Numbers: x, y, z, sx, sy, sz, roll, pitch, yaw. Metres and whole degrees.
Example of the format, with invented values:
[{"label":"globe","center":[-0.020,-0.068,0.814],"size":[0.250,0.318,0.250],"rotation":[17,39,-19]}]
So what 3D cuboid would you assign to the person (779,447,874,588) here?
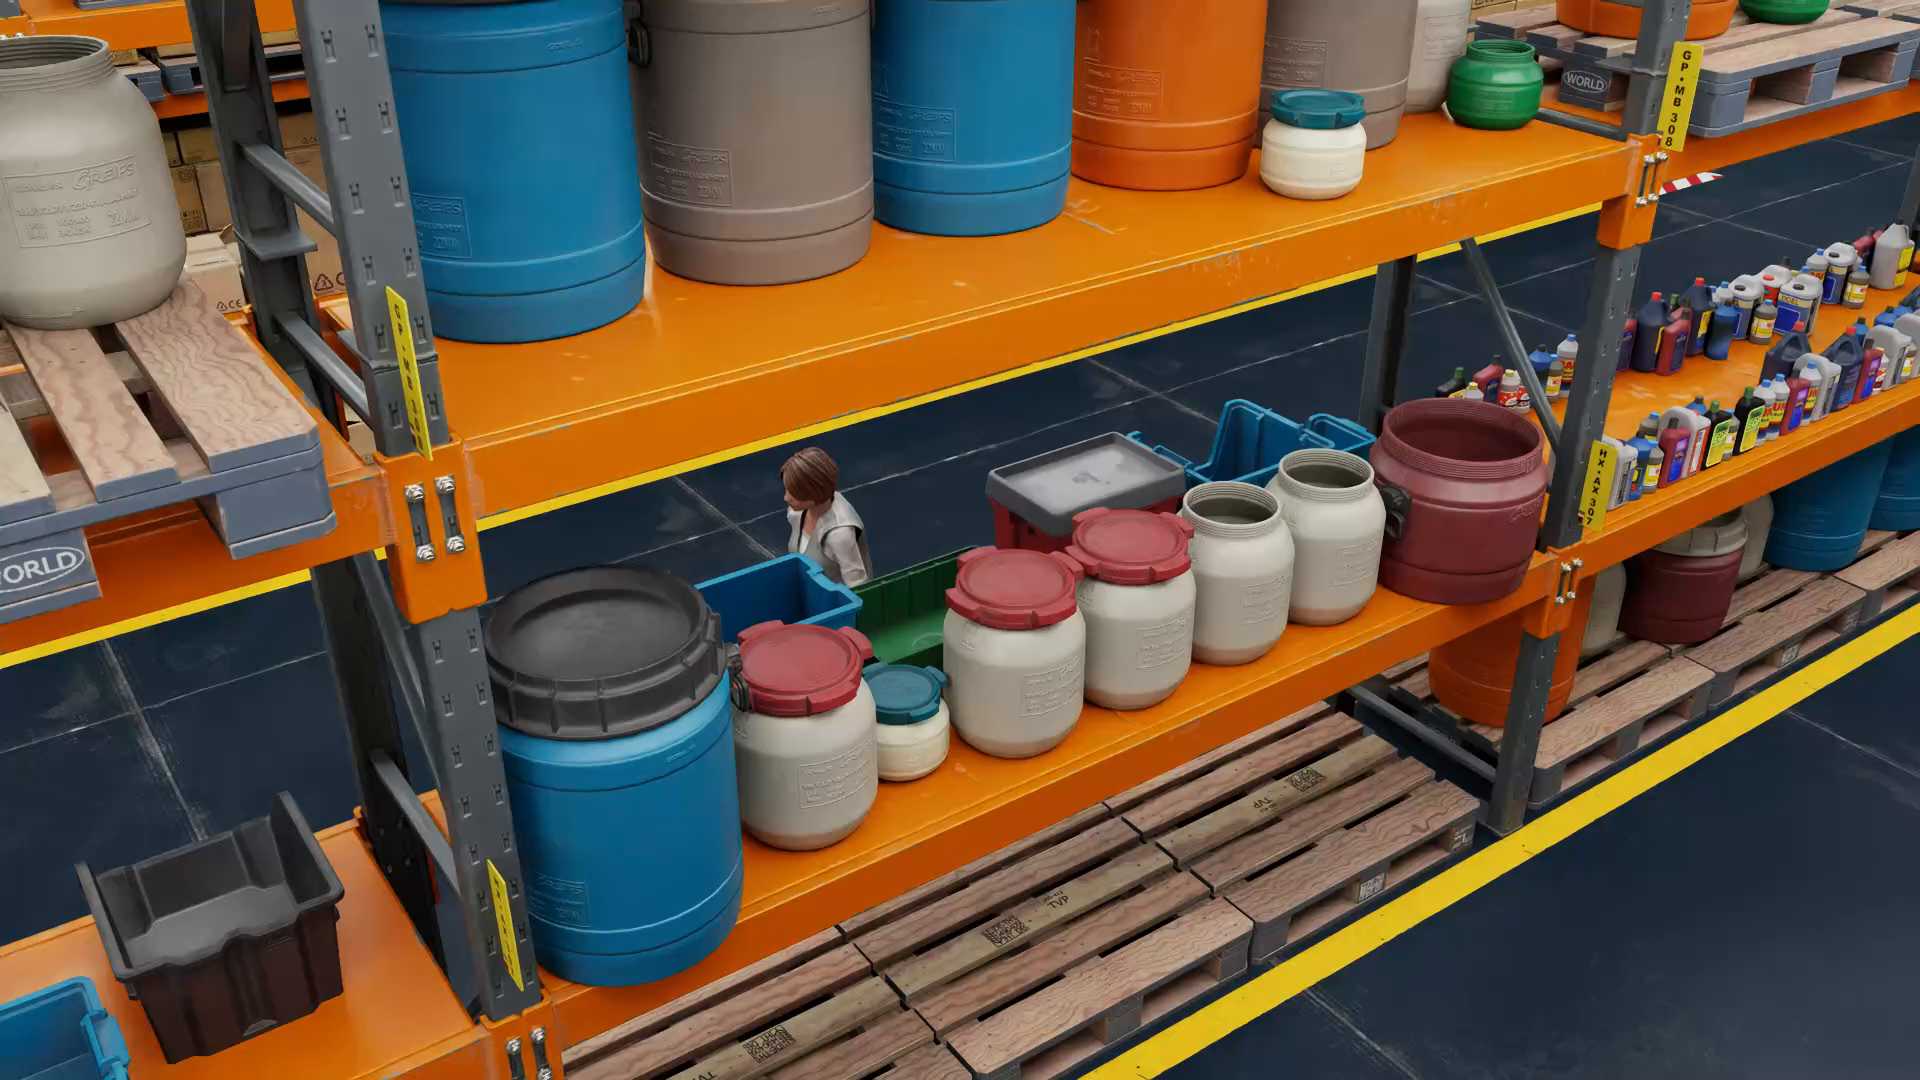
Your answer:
[{"label":"person","center":[-0.517,0.346,6.514],"size":[0.347,1.591,0.459],"rotation":[-19,34,-31]}]
